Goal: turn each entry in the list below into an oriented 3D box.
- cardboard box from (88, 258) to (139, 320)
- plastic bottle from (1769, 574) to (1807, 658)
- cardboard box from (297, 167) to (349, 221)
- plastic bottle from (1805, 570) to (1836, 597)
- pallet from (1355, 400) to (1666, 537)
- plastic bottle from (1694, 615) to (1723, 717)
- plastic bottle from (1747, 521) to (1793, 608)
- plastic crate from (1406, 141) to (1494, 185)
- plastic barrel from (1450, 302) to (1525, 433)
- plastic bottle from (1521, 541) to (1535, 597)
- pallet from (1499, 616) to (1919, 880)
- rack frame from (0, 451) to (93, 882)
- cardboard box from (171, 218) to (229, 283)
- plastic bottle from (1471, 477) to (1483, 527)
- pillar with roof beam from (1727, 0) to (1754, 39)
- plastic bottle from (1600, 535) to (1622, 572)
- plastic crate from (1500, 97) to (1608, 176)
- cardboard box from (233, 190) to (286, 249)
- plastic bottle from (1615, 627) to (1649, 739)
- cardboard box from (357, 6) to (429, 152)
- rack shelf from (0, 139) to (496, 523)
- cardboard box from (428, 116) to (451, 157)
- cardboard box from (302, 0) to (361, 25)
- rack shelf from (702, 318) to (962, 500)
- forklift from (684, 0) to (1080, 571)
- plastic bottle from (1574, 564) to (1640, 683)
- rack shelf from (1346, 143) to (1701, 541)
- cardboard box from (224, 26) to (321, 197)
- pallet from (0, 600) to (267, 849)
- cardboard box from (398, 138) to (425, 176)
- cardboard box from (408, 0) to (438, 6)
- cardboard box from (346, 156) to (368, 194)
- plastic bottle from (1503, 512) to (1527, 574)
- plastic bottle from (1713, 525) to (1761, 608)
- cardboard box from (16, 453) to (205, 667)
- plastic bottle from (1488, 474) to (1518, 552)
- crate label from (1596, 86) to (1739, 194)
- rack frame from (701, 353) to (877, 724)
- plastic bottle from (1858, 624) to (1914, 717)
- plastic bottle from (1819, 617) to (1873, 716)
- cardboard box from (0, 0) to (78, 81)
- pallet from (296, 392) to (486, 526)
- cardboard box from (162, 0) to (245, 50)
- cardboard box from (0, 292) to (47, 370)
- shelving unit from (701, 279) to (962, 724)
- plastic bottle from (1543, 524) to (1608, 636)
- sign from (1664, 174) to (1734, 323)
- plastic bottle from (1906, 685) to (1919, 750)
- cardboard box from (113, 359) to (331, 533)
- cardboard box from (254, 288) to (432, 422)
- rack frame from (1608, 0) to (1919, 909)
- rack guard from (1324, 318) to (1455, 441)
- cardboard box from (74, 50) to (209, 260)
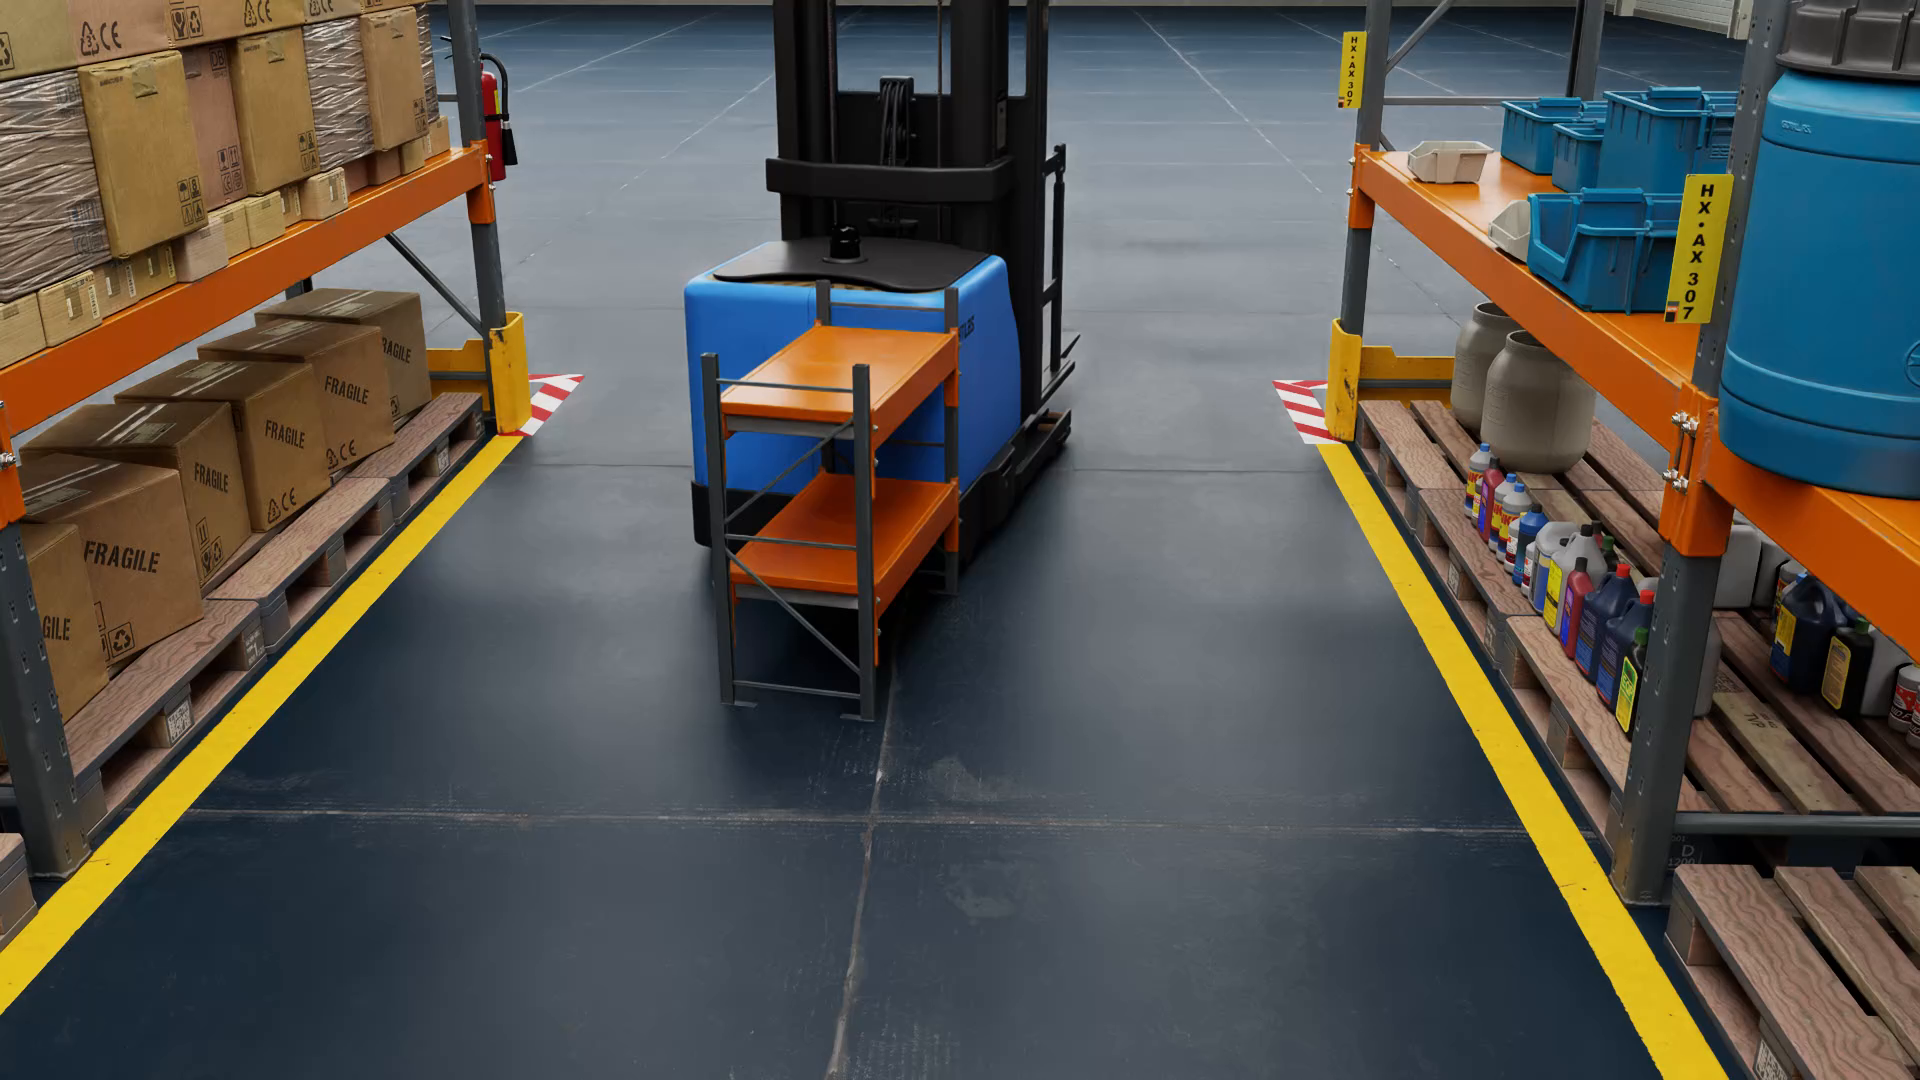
[{"bbox_3d":[-2.480,-0.687,4.501,0.380,0.149,0.250,1,21,2],"label":"cardboard box"},{"bbox_3d":[2.486,0.231,4.950,0.097,0.271,0.097,0,21,0],"label":"plastic bottle"},{"bbox_3d":[-2.409,-1.230,5.898,0.380,0.149,0.250,1,21,2],"label":"cardboard box"},{"bbox_3d":[2.608,0.180,4.973,0.144,0.351,0.185,0,21,-1],"label":"plastic bottle"},{"bbox_3d":[2.299,-0.319,7.060,1.003,0.211,1.213,1,21,2],"label":"pallet"},{"bbox_3d":[2.038,0.301,4.661,0.144,0.351,0.185,1,21,2],"label":"plastic bottle"},{"bbox_3d":[2.621,0.026,5.369,0.144,0.351,0.185,0,21,1],"label":"plastic bottle"},{"bbox_3d":[1.936,-1.498,6.608,0.298,0.136,0.250,1,21,2],"label":"plastic crate"},{"bbox_3d":[2.341,-0.738,7.143,0.421,0.512,0.421,0,21,0],"label":"plastic barrel"},{"bbox_3d":[1.895,0.081,5.434,0.097,0.201,0.097,0,21,0],"label":"plastic bottle"},{"bbox_3d":[2.225,0.563,4.786,1.003,0.211,1.213,1,21,2],"label":"pallet"},{"bbox_3d":[-2.788,-0.549,3.798,1.000,3.000,0.127,1,21,2],"label":"rack frame"},{"bbox_3d":[-2.433,-0.868,4.966,0.380,0.149,0.250,1,21,2],"label":"cardboard box"},{"bbox_3d":[1.915,-0.152,6.034,0.097,0.201,0.097,0,21,0],"label":"plastic bottle"},{"bbox_3d":[9.457,-13.091,27.828,9.100,9.000,0.400,1,21,2],"label":"pillar with roof beam"},{"bbox_3d":[2.013,0.136,5.178,0.061,0.283,0.133,1,21,2],"label":"plastic bottle"},{"bbox_3d":[2.568,-1.687,6.937,0.499,0.251,0.616,1,21,2],"label":"plastic crate"},{"bbox_3d":[-2.448,-1.049,5.433,0.380,0.149,0.250,1,21,2],"label":"cardboard box"},{"bbox_3d":[1.848,0.389,4.527,0.061,0.283,0.133,2,21,4],"label":"plastic bottle"},{"bbox_3d":[-2.606,-1.800,6.472,0.875,0.500,0.500,1,21,2],"label":"cardboard box"},{"bbox_3d":[-2.727,-0.937,5.792,1.077,0.370,4.000,1,21,2],"label":"rack shelf"},{"bbox_3d":[-2.469,-1.773,7.299,0.380,0.149,0.250,1,21,2],"label":"cardboard box"},{"bbox_3d":[-2.463,-2.084,5.821,0.500,0.500,0.500,1,21,2],"label":"cardboard box"},{"bbox_3d":[-0.376,-0.442,5.303,0.538,0.278,1.000,5,22,13],"label":"rack shelf"},{"bbox_3d":[-0.117,-1.756,7.003,1.130,2.935,3.031,6,22,15],"label":"forklift"},{"bbox_3d":[1.900,0.230,4.844,0.144,0.351,0.185,0,21,-1],"label":"plastic bottle"},{"bbox_3d":[2.224,-0.882,5.651,1.077,0.370,4.000,1,21,2],"label":"rack shelf"},{"bbox_3d":[-2.691,-1.439,5.542,0.875,0.500,0.500,1,21,2],"label":"cardboard box"},{"bbox_3d":[-2.803,0.508,4.929,1.003,0.211,1.213,1,21,2],"label":"pallet"},{"bbox_3d":[-2.433,-1.592,6.832,0.380,0.149,0.250,1,21,2],"label":"cardboard box"},{"bbox_3d":[-2.436,-2.445,6.753,0.500,0.500,0.500,1,21,2],"label":"cardboard box"},{"bbox_3d":[-2.505,-1.412,6.367,0.380,0.149,0.250,1,21,2],"label":"cardboard box"},{"bbox_3d":[1.901,0.007,5.626,0.097,0.201,0.097,0,21,0],"label":"plastic bottle"},{"bbox_3d":[2.472,0.068,5.364,0.152,0.276,0.135,1,21,2],"label":"plastic bottle"},{"bbox_3d":[-2.726,0.069,5.079,0.500,0.500,0.500,8,22,19],"label":"cardboard box"},{"bbox_3d":[1.907,-0.098,5.799,0.097,0.271,0.097,0,21,0],"label":"plastic bottle"},{"bbox_3d":[2.499,-1.289,5.655,0.502,0.435,0.616,1,21,2],"label":"crate label"},{"bbox_3d":[-0.501,0.009,4.950,0.500,1.125,0.032,5,22,13],"label":"rack frame"},{"bbox_3d":[2.593,0.342,4.657,0.152,0.276,0.135,1,21,4],"label":"plastic bottle"},{"bbox_3d":[2.487,0.338,4.658,0.061,0.283,0.133,1,21,2],"label":"plastic bottle"},{"bbox_3d":[-2.520,-1.361,3.957,0.500,0.500,0.500,1,21,2],"label":"cardboard box"},{"bbox_3d":[-2.729,-0.375,7.203,1.003,0.211,1.213,1,21,2],"label":"pallet"},{"bbox_3d":[-2.491,-1.722,4.889,0.500,0.500,0.500,1,21,2],"label":"cardboard box"},{"bbox_3d":[-2.481,-0.507,4.035,0.380,0.149,0.250,1,21,2],"label":"cardboard box"},{"bbox_3d":[-0.376,-0.169,5.409,0.538,1.125,1.048,5,22,13],"label":"shelving unit"},{"bbox_3d":[1.910,0.113,5.145,0.144,0.351,0.185,1,21,1],"label":"plastic bottle"},{"bbox_3d":[1.613,-0.634,3.633,0.100,0.325,0.005,1,21,2],"label":"sign"},{"bbox_3d":[2.614,0.458,4.463,0.097,0.201,0.097,0,21,0],"label":"plastic bottle"},{"bbox_3d":[-2.724,-0.358,6.179,0.500,0.500,0.500,3,21,7],"label":"cardboard box"},{"bbox_3d":[-2.702,-0.800,7.320,0.500,0.500,0.500,5,22,12],"label":"cardboard box"},{"bbox_3d":[2.163,-0.495,3.657,1.000,3.000,0.127,1,21,2],"label":"rack frame"},{"bbox_3d":[2.329,-0.748,7.765,1.175,0.500,0.348,1,21,2],"label":"rack guard"},{"bbox_3d":[-2.662,-1.077,4.608,0.875,0.500,0.500,1,21,2],"label":"cardboard box"}]
